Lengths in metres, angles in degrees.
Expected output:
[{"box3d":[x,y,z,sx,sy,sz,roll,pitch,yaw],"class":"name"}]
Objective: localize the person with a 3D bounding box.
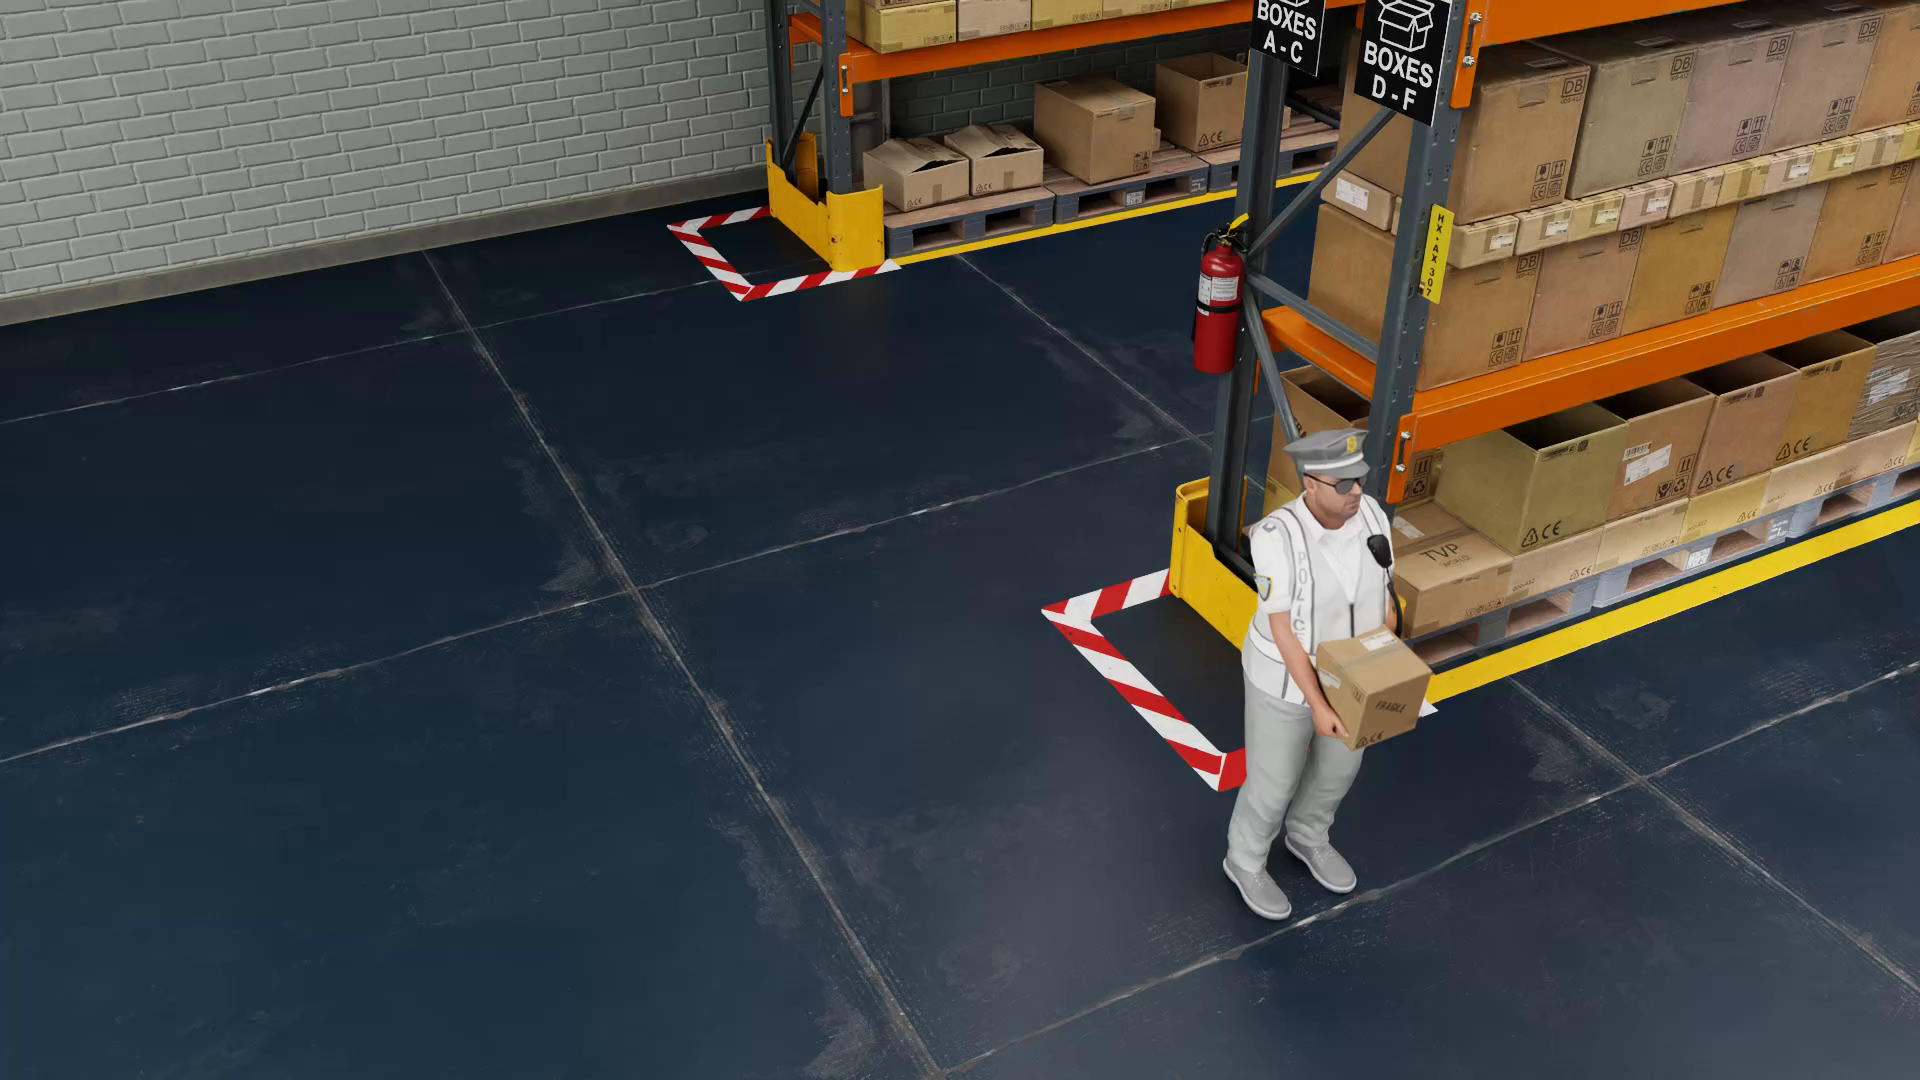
[{"box3d":[1.140,0.457,5.423,0.579,1.748,0.436,-16,36,-23],"class":"person"}]
